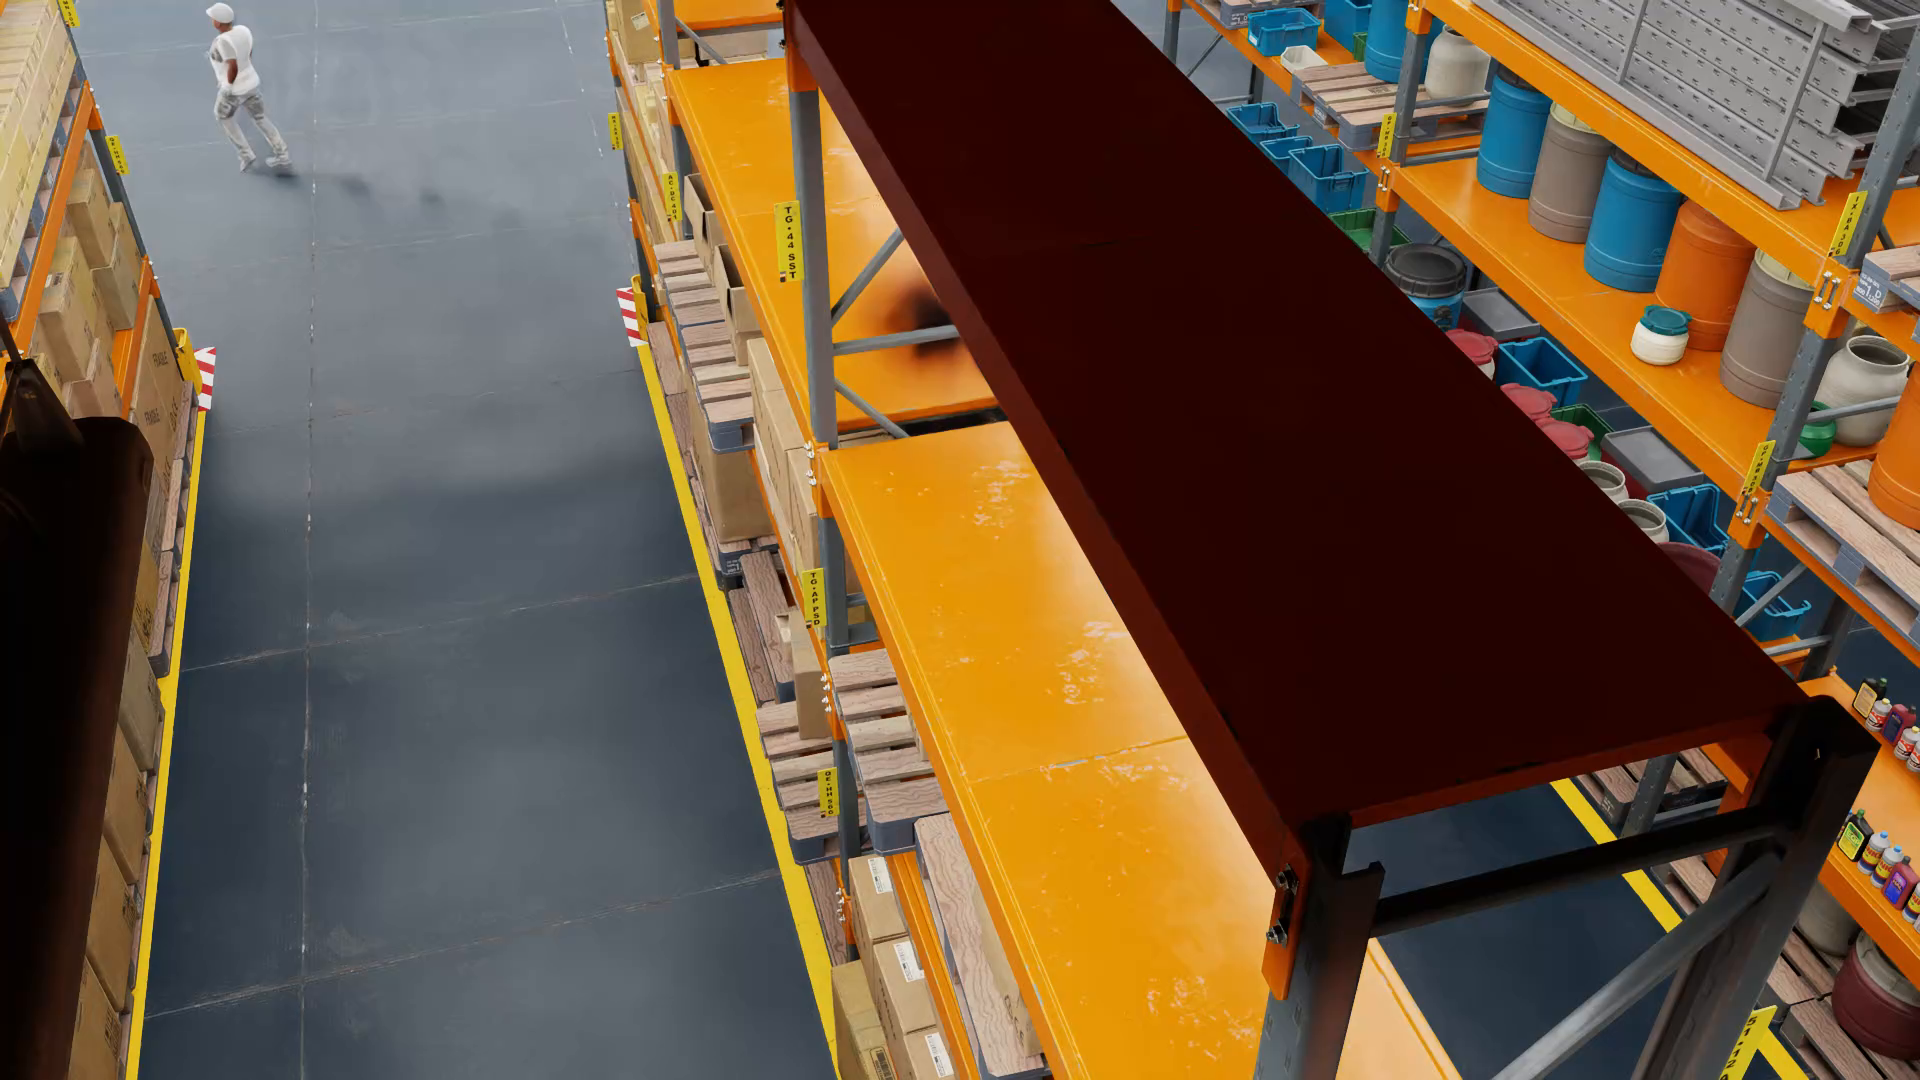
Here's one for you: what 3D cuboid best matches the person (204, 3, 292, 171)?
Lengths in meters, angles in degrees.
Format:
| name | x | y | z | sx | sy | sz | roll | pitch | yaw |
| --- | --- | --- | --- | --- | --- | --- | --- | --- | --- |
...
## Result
| name | x | y | z | sx | sy | sz | roll | pitch | yaw |
| --- | --- | --- | --- | --- | --- | --- | --- | --- | --- |
| person | -7.488 | -4.688 | 17.311 | 0.737 | 1.825 | 0.645 | 14 | 40 | 16 |
